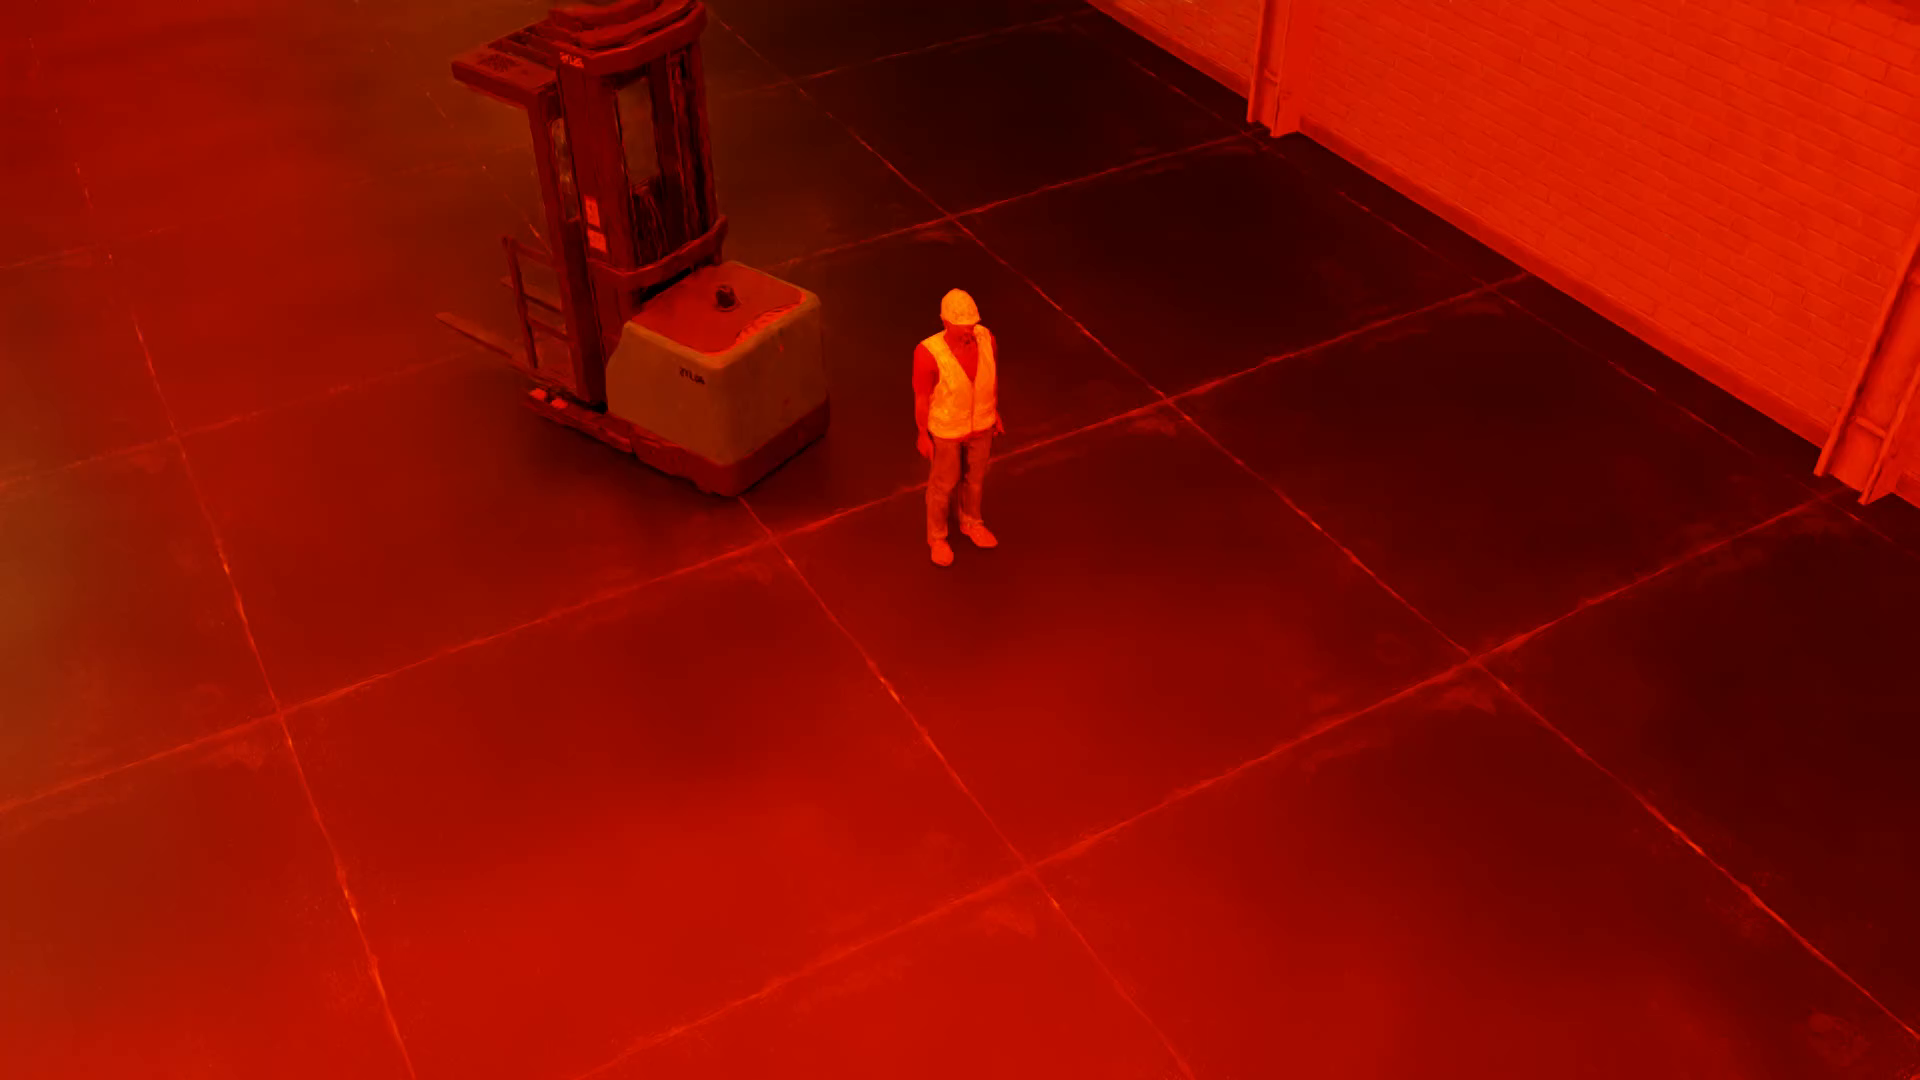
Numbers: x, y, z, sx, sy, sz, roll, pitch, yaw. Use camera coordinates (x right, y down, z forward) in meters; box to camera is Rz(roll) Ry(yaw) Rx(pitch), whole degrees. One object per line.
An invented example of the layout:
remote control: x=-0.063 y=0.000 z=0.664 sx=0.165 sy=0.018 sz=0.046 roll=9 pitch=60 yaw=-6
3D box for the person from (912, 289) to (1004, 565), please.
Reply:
person: x=0.007 y=-0.674 z=9.760 sx=0.559 sy=1.771 sz=0.367 roll=-20 pitch=44 yaw=-23

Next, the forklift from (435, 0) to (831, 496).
forklift: x=-2.354 y=-2.167 z=10.648 sx=3.031 sy=2.935 sz=1.130 roll=25 pitch=46 yaw=27
